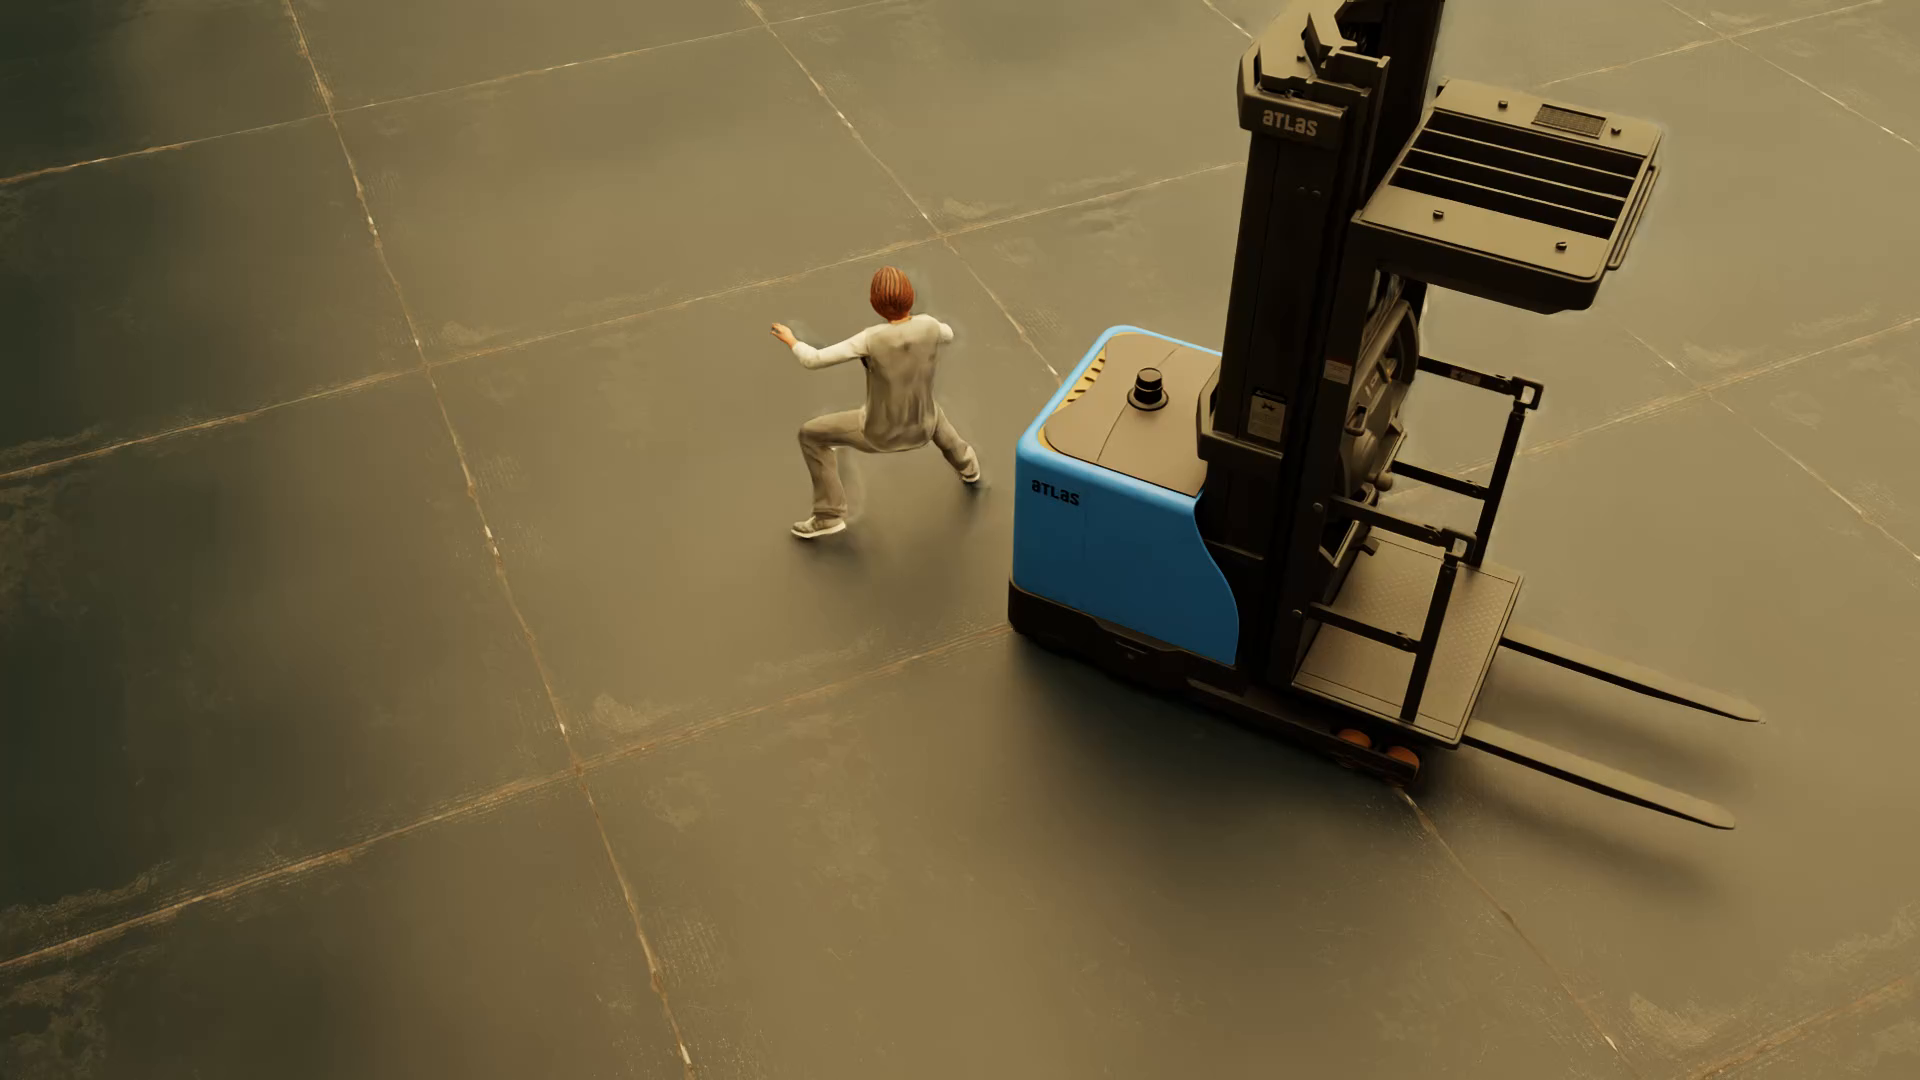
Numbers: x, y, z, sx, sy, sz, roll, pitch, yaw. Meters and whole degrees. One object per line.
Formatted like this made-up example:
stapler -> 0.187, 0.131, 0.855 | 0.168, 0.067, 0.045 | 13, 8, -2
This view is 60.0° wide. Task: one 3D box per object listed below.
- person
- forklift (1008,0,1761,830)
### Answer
person -> -0.349, -0.666, 7.542 | 0.986, 1.363, 0.637 | -15, 45, -15
forklift -> 1.759, -0.491, 6.206 | 3.031, 2.935, 1.130 | 20, 47, 20
